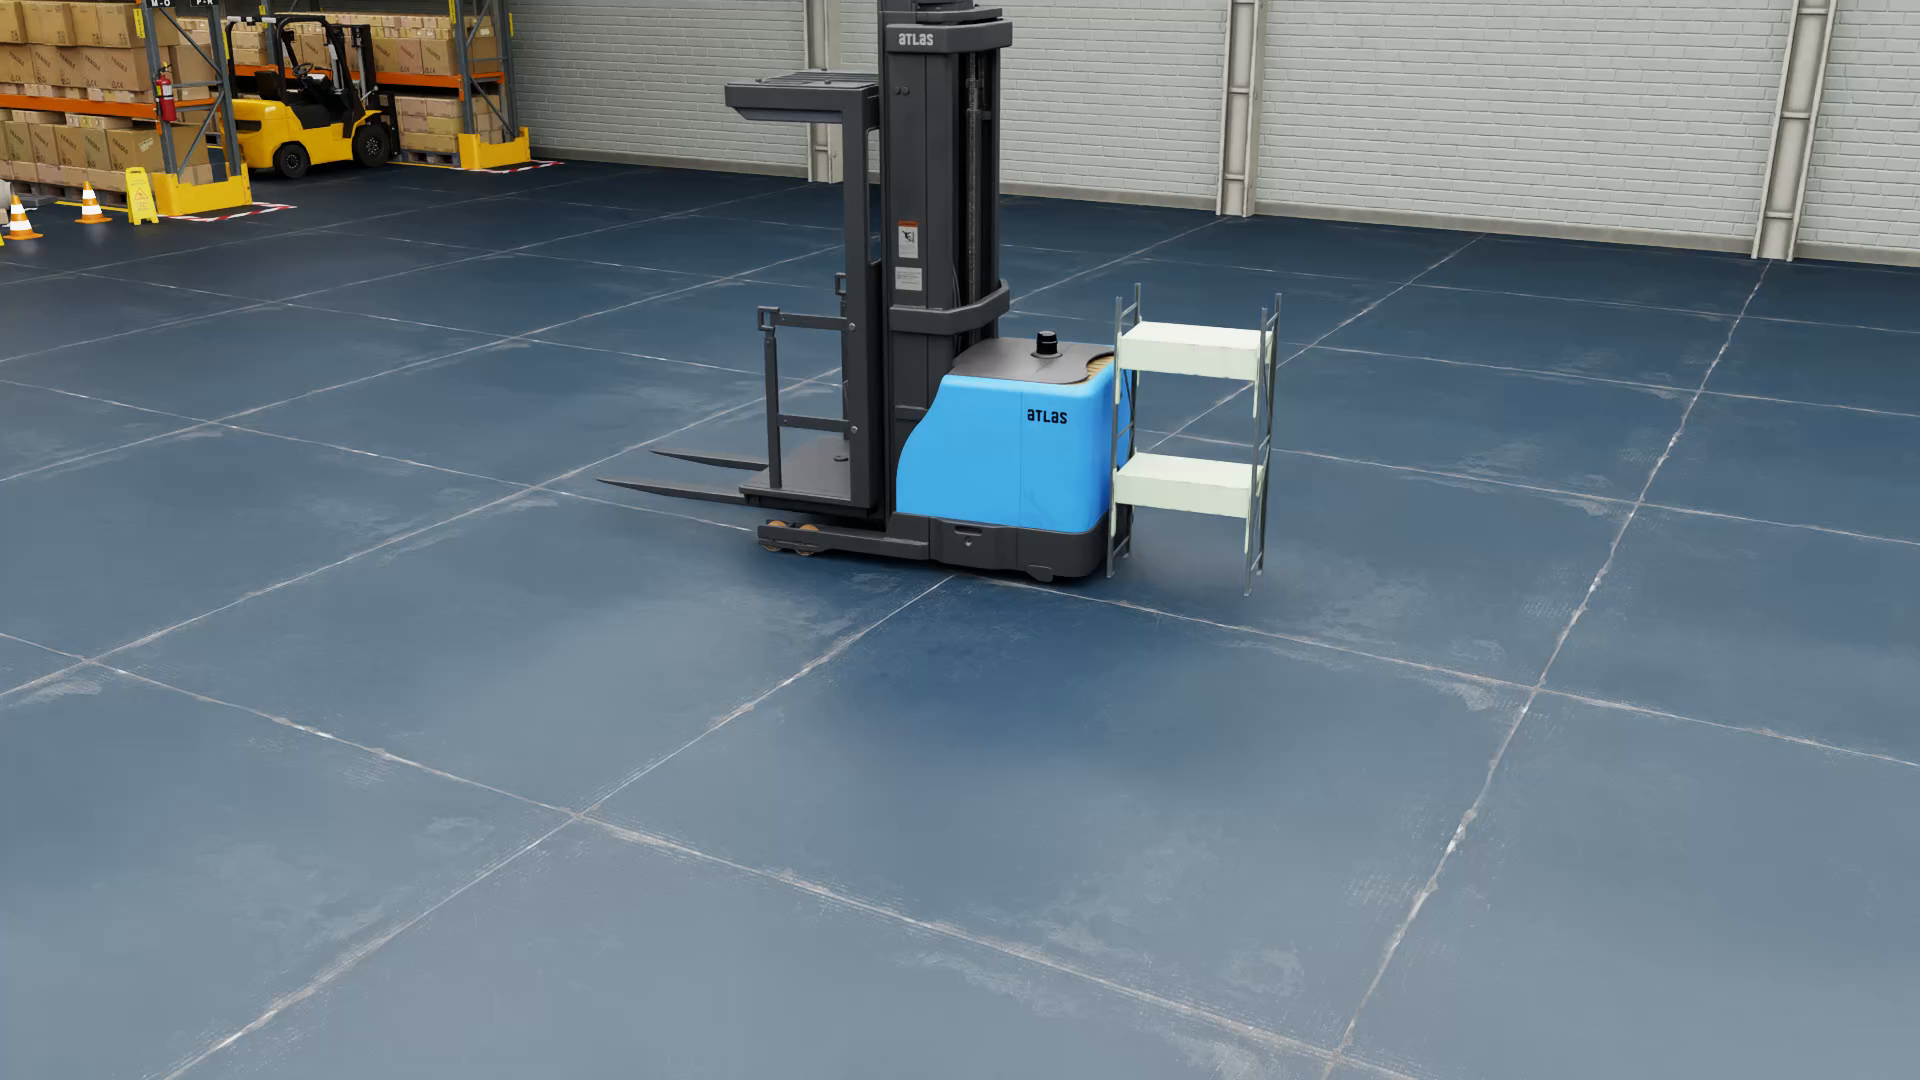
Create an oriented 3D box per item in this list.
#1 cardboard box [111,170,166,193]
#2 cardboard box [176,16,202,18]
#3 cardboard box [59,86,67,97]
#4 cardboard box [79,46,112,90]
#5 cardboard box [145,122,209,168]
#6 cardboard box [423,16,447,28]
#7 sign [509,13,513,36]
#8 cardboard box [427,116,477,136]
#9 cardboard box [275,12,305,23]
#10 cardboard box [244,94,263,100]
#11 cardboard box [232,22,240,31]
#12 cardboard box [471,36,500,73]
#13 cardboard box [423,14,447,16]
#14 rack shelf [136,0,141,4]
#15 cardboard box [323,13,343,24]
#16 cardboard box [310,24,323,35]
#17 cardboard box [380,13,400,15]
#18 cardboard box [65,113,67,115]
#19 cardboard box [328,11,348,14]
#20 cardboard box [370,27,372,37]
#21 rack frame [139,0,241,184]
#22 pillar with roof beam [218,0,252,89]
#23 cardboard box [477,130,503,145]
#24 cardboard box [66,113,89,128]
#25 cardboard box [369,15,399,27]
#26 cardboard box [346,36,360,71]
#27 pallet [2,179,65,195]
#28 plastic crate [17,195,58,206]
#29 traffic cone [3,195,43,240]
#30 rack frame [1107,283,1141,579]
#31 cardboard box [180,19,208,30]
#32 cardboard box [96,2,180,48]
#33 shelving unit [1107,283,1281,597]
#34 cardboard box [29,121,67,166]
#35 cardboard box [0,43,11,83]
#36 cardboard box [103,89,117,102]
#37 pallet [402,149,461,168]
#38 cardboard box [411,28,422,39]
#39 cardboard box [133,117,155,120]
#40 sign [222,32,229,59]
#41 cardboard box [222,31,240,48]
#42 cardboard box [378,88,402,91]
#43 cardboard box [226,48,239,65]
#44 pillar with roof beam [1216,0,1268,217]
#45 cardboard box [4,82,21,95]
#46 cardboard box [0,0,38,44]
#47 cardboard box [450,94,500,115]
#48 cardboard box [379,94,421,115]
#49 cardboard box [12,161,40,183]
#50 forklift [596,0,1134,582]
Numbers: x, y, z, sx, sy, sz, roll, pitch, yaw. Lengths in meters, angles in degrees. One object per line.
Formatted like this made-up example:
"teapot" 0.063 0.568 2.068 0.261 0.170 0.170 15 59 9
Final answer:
"cardboard box" -10.209 -4.499 20.786 0.500 0.250 0.500 11 23 27
"cardboard box" -12.807 -8.611 27.608 0.250 0.149 0.380 10 22 26
"cardboard box" -11.107 -5.677 20.984 0.250 0.149 0.380 11 23 27
"cardboard box" -10.394 -5.816 20.417 0.500 0.500 0.500 11 23 27
"cardboard box" -9.941 -5.014 21.105 0.500 0.500 0.500 10 22 26
"cardboard box" -7.579 -7.535 24.204 0.250 0.149 0.380 11 23 27
"sign" -6.657 -7.623 24.595 0.005 0.325 0.100 11 23 27
"cardboard box" -7.511 -6.142 24.582 0.500 0.250 0.500 10 22 27
"cardboard box" -10.292 -8.030 25.570 0.250 0.149 0.380 11 23 28
"cardboard box" -10.886 -6.844 26.701 0.625 0.625 0.875 12 23 30
"cardboard box" -11.254 -8.116 26.243 0.250 0.149 0.380 11 23 27
"cardboard box" -7.230 -7.227 24.742 0.500 0.500 0.500 12 23 29
"cardboard box" -7.781 -7.765 24.837 0.250 0.149 0.380 11 23 28
"rack shelf" -11.097 -6.941 20.756 4.000 0.370 1.077 11 23 27
"cardboard box" -9.378 -7.865 25.115 0.250 0.149 0.380 10 22 26
"cardboard box" -9.628 -7.760 25.260 0.250 0.149 0.380 11 23 28
"cardboard box" -8.691 -7.934 25.305 0.250 0.149 0.380 12 23 29
"cardboard box" -12.196 -5.440 22.281 0.500 0.500 0.500 10 22 27
"cardboard box" -9.563 -8.114 25.801 0.250 0.149 0.380 11 22 27
"cardboard box" -8.679 -7.615 24.862 0.250 0.149 0.380 11 22 27
"rack frame" -9.351 -5.536 20.228 0.127 3.000 1.000 11 23 27
"pillar with roof beam" -14.439 -9.935 23.557 0.400 9.000 9.100 11 23 27
"cardboard box" -7.267 -6.059 25.087 0.500 0.250 0.500 11 23 28
"cardboard box" -10.978 -5.282 20.894 0.250 0.149 0.380 12 23 30
"cardboard box" -8.512 -7.686 24.619 0.250 0.149 0.380 11 23 28
"cardboard box" -8.831 -7.320 24.998 0.500 0.500 0.500 11 23 28
"pallet" -12.239 -4.789 22.259 1.213 0.211 1.003 11 23 27
"plastic crate" -11.872 -4.324 21.167 0.583 0.080 0.402 3 20 9
"traffic cone" -10.600 -3.644 18.733 0.334 0.463 0.336 11 23 27
"rack frame" 0.859 -0.566 8.726 0.023 1.500 0.400 7 21 19
"cardboard box" -12.231 -8.247 26.604 0.250 0.149 0.380 10 22 26
"cardboard box" -9.903 -6.213 20.045 0.500 0.500 0.700 10 22 26
"shelving unit" 1.201 -0.522 8.604 0.755 1.500 0.431 7 21 19
"cardboard box" -11.535 -5.108 21.365 0.500 0.500 0.500 12 23 30
"cardboard box" -12.145 -6.156 21.353 0.500 0.500 0.500 11 23 27
"cardboard box" -10.270 -5.475 20.427 0.250 0.149 0.380 10 22 26
"pallet" -7.621 -5.818 25.095 1.213 0.211 1.003 11 23 27
"cardboard box" -7.807 -7.436 24.367 0.250 0.149 0.380 11 23 28
"cardboard box" -13.380 -7.318 28.008 0.625 0.625 0.875 12 23 29
"sign" -9.086 -6.105 20.526 0.005 0.325 0.100 11 23 27
"cardboard box" -11.431 -7.933 26.323 0.500 0.250 0.500 10 22 26
"cardboard box" -9.017 -6.862 25.835 0.500 0.250 0.500 11 23 28
"cardboard box" -11.435 -7.697 26.405 0.500 0.250 0.500 11 22 27
"pillar with roof beam" 1.275 -6.942 15.305 0.400 9.000 9.100 11 23 27
"cardboard box" -12.033 -5.822 21.385 0.250 0.149 0.380 12 23 29
"cardboard box" -11.704 -6.538 20.940 0.500 0.500 0.700 10 22 26
"cardboard box" -7.261 -6.526 24.906 0.500 0.250 0.500 10 22 26
"cardboard box" -8.382 -6.537 24.938 0.500 0.250 0.500 11 23 28
"cardboard box" -11.988 -4.842 21.732 0.500 0.250 0.500 12 23 30
"forklift" -0.587 -1.452 9.069 3.031 2.935 1.130 7 21 19
